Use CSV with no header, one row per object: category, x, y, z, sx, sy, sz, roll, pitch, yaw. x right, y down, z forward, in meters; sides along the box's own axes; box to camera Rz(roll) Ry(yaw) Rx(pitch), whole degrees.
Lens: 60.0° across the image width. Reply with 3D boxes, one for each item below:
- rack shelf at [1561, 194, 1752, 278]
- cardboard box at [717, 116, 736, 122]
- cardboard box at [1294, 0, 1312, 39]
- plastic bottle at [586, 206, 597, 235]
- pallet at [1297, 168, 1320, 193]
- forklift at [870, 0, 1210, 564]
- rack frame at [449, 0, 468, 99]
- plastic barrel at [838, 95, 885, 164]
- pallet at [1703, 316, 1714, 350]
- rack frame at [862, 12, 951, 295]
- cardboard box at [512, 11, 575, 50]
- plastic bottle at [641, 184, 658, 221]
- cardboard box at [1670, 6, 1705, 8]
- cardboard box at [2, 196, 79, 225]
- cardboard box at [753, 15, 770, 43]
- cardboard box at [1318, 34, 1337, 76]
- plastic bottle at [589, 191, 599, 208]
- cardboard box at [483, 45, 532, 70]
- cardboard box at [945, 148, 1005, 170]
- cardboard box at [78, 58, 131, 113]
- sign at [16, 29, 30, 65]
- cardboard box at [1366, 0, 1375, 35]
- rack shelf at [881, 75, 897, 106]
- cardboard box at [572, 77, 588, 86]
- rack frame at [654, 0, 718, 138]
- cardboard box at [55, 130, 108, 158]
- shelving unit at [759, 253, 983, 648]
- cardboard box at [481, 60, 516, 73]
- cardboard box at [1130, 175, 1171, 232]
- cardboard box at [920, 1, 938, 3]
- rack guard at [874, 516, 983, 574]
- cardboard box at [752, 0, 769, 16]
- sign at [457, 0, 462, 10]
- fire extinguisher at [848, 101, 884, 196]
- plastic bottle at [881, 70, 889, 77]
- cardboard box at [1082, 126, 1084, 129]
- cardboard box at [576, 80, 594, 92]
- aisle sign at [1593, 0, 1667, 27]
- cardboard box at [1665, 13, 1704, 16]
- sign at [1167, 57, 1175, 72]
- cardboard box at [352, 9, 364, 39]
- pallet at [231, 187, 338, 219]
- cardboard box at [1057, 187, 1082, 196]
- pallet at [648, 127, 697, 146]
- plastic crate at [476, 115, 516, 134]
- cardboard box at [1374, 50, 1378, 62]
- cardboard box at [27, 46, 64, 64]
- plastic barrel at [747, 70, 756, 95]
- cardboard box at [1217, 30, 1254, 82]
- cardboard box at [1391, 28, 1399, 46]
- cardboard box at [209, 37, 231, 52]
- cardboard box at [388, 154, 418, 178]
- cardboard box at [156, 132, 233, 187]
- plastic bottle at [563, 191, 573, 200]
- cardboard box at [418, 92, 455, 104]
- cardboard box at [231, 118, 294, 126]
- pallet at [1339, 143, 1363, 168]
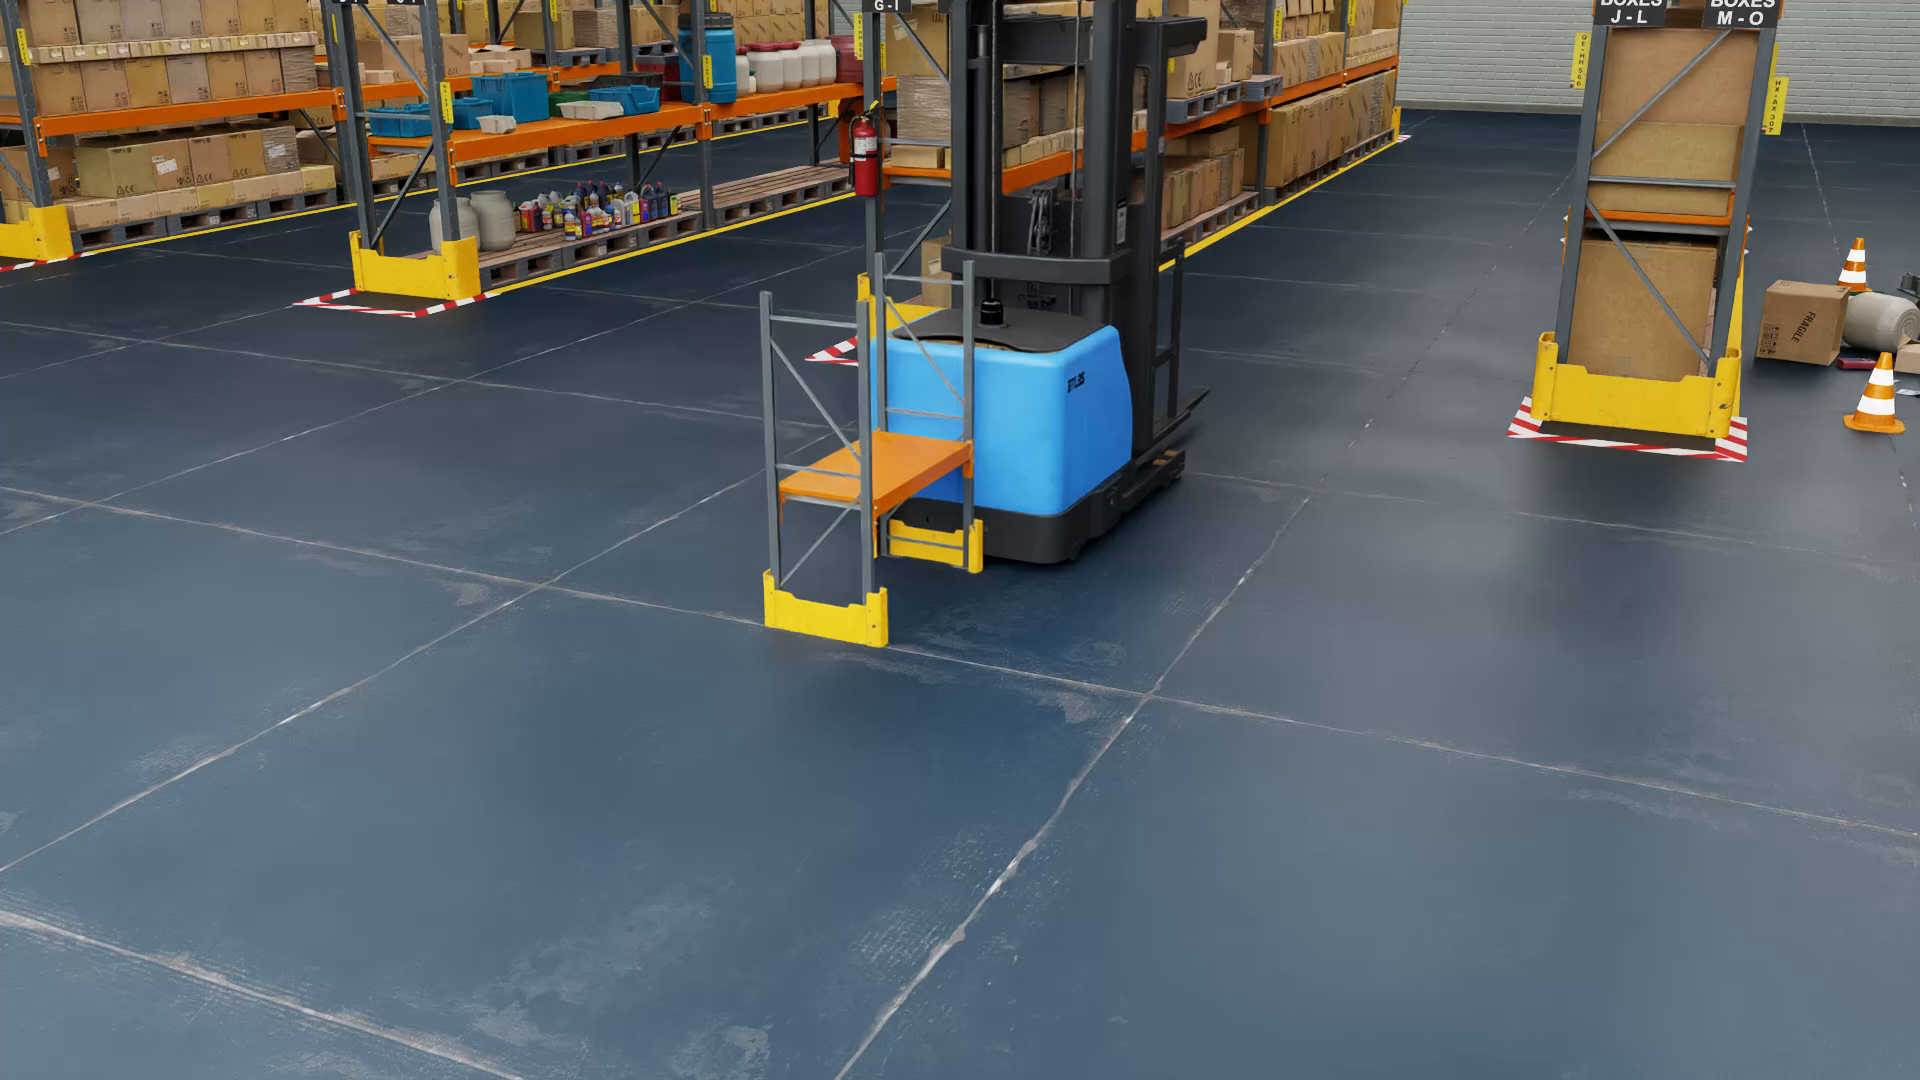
rack shelf,5.078,-2.443,11.936,1.077,0.370,4.000,9,21,23
cardboard box,-3.977,-6.950,26.891,0.500,0.311,0.500,9,21,23
cardboard box,3.904,-6.474,20.549,0.797,0.503,0.637,9,22,24
plastic bottle,-3.576,-3.100,16.124,0.097,0.271,0.097,0,20,0
pallet,3.944,-4.616,21.134,1.003,0.211,1.213,9,21,23
forklift,0.630,-1.721,8.933,1.130,2.935,3.031,9,21,24
rack frame,-8.867,-8.590,28.145,1.000,3.000,0.127,9,21,23
plastic barrel,-1.282,-5.335,21.605,0.600,0.830,0.708,9,21,23
pallet,5.016,-1.484,12.326,1.003,0.211,1.213,9,21,23
rack frame,-0.224,-2.882,12.097,1.000,3.000,0.127,9,21,23
cardboard box,-5.829,-7.141,23.296,0.700,0.500,0.500,2,20,4
plastic bottle,-3.184,-3.449,16.986,0.144,0.351,0.185,7,21,20
cardboard box,7.342,-4.999,16.407,0.700,0.500,0.500,8,21,22
cardboard box,-9.310,-3.350,16.887,0.500,0.250,0.500,9,21,23
cardboard box,-3.476,-8.386,27.424,0.500,0.500,0.500,8,21,22
cardboard box,4.538,-6.267,21.465,0.500,0.500,0.500,9,22,24
plastic bottle,-3.763,-3.456,17.125,0.097,0.271,0.097,0,20,0
cardboard box,-6.173,-6.541,22.518,0.500,0.311,0.500,10,22,26
cardboard box,0.110,-2.818,12.292,0.380,0.149,0.250,9,21,23
cardboard box,-8.847,-4.592,16.755,0.700,0.500,0.500,9,22,24
sign,-8.757,-4.610,15.544,0.100,0.325,0.005,9,21,23
cardboard box,5.536,-7.394,23.444,0.500,0.500,0.500,8,21,21
rack shelf,-0.648,-6.280,22.724,1.077,0.370,4.000,9,21,23
cardboard box,-7.425,-8.605,31.292,0.700,0.500,0.500,9,21,23
rack frame,-4.347,-7.911,26.237,1.000,3.000,0.127,9,21,23
cardboard box,-11.857,-5.401,22.253,0.700,0.500,0.500,9,22,25
shelving unit,-0.377,-0.443,7.477,0.587,1.500,1.083,9,21,24
cardboard box,-6.101,-6.257,21.961,0.380,0.149,0.250,9,21,23
cardboard box,1.685,-3.319,16.400,0.700,0.500,0.500,7,21,19
cardboard box,-0.025,-3.896,12.863,0.500,0.500,0.500,9,21,23
rack guard,-0.166,-0.006,8.111,0.587,0.250,0.087,9,21,24
cardboard box,-3.475,-8.850,27.235,0.500,0.500,0.500,8,21,21
sign,-8.368,-9.026,27.763,0.100,0.325,0.005,9,21,23
fire extinguisher,-0.692,-2.874,12.189,0.296,0.674,0.183,9,21,23
plastic bottle,-0.995,-6.037,21.152,0.152,0.276,0.135,9,21,23
cardboard box,0.966,-3.424,13.995,0.380,0.149,0.250,9,21,23
cardboard box,-5.381,-6.720,24.844,0.500,0.250,0.500,8,21,22
aisle sign,3.957,-3.415,9.715,0.394,0.787,0.004,9,21,23
cardboard box,5.249,-3.535,12.096,0.875,0.550,0.550,9,21,23
sign,1.912,-4.441,15.187,0.100,0.325,0.005,9,21,23
cardboard box,-9.646,-7.987,25.828,0.500,0.500,0.500,8,21,22
pallet,-7.986,-3.914,19.160,1.003,0.211,1.213,9,21,23
cardboard box,1.213,-3.008,15.555,0.500,0.500,0.500,8,21,21
pallet,-4.645,-6.343,25.990,1.003,0.211,1.213,9,21,23
plastic crate,-4.083,-3.667,14.697,0.298,0.136,0.250,9,21,23
cardboard box,5.856,-7.034,24.145,0.380,0.149,0.250,9,21,24
cardboard box,-8.903,-4.686,16.051,0.380,0.149,0.250,8,21,22
plastic barrel,-2.423,-5.103,18.548,0.301,0.262,0.301,0,20,0
cardboard box,2.730,-5.218,17.888,0.700,0.500,0.500,12,23,31
cardboard box,6.371,-7.658,25.306,0.500,0.250,0.500,8,21,22
cardboard box,-8.060,-5.318,17.828,0.380,0.149,0.250,9,22,24
cardboard box,-7.021,-4.613,20.441,0.500,0.250,0.500,9,22,24
cardboard box,-8.221,-4.090,17.850,0.500,0.500,0.500,9,21,23
plastic bottle,-3.997,-3.420,17.006,0.061,0.283,0.133,10,22,25
cardboard box,-9.015,-7.558,27.826,0.750,0.750,0.750,9,21,23
cardboard box,-8.098,-4.622,19.347,0.500,0.500,0.500,9,21,23
pallet,5.072,-5.458,23.502,1.003,0.211,1.213,9,21,23
